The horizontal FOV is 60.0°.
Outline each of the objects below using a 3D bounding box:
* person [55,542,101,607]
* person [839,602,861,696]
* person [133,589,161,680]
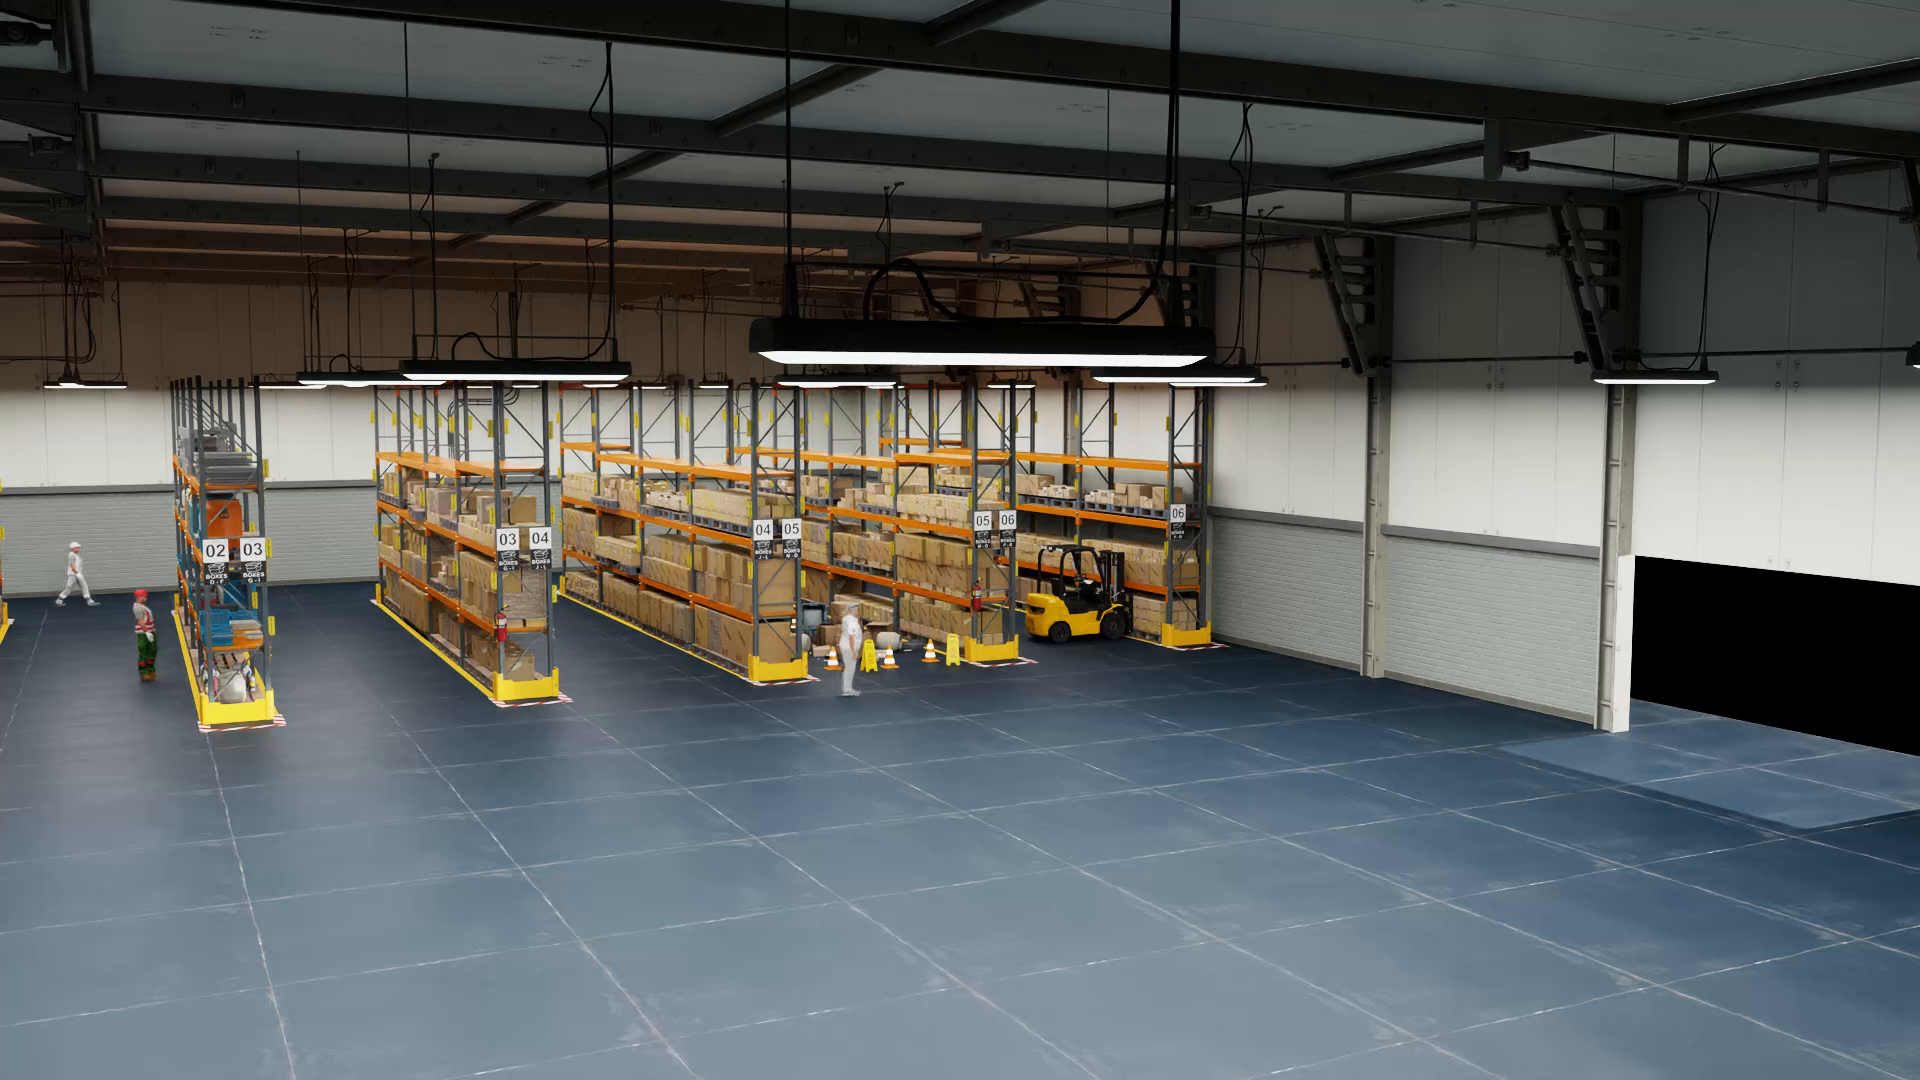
[{"bbox_3d":[-23.464,0.933,44.170,1.067,1.749,0.595,-1,5,-8],"label":"person"},{"bbox_3d":[-2.072,2.055,31.410,0.407,1.766,0.622,-2,5,-16],"label":"person"},{"bbox_3d":[-16.220,1.893,33.160,0.561,1.836,0.569,1,5,6],"label":"person"}]
